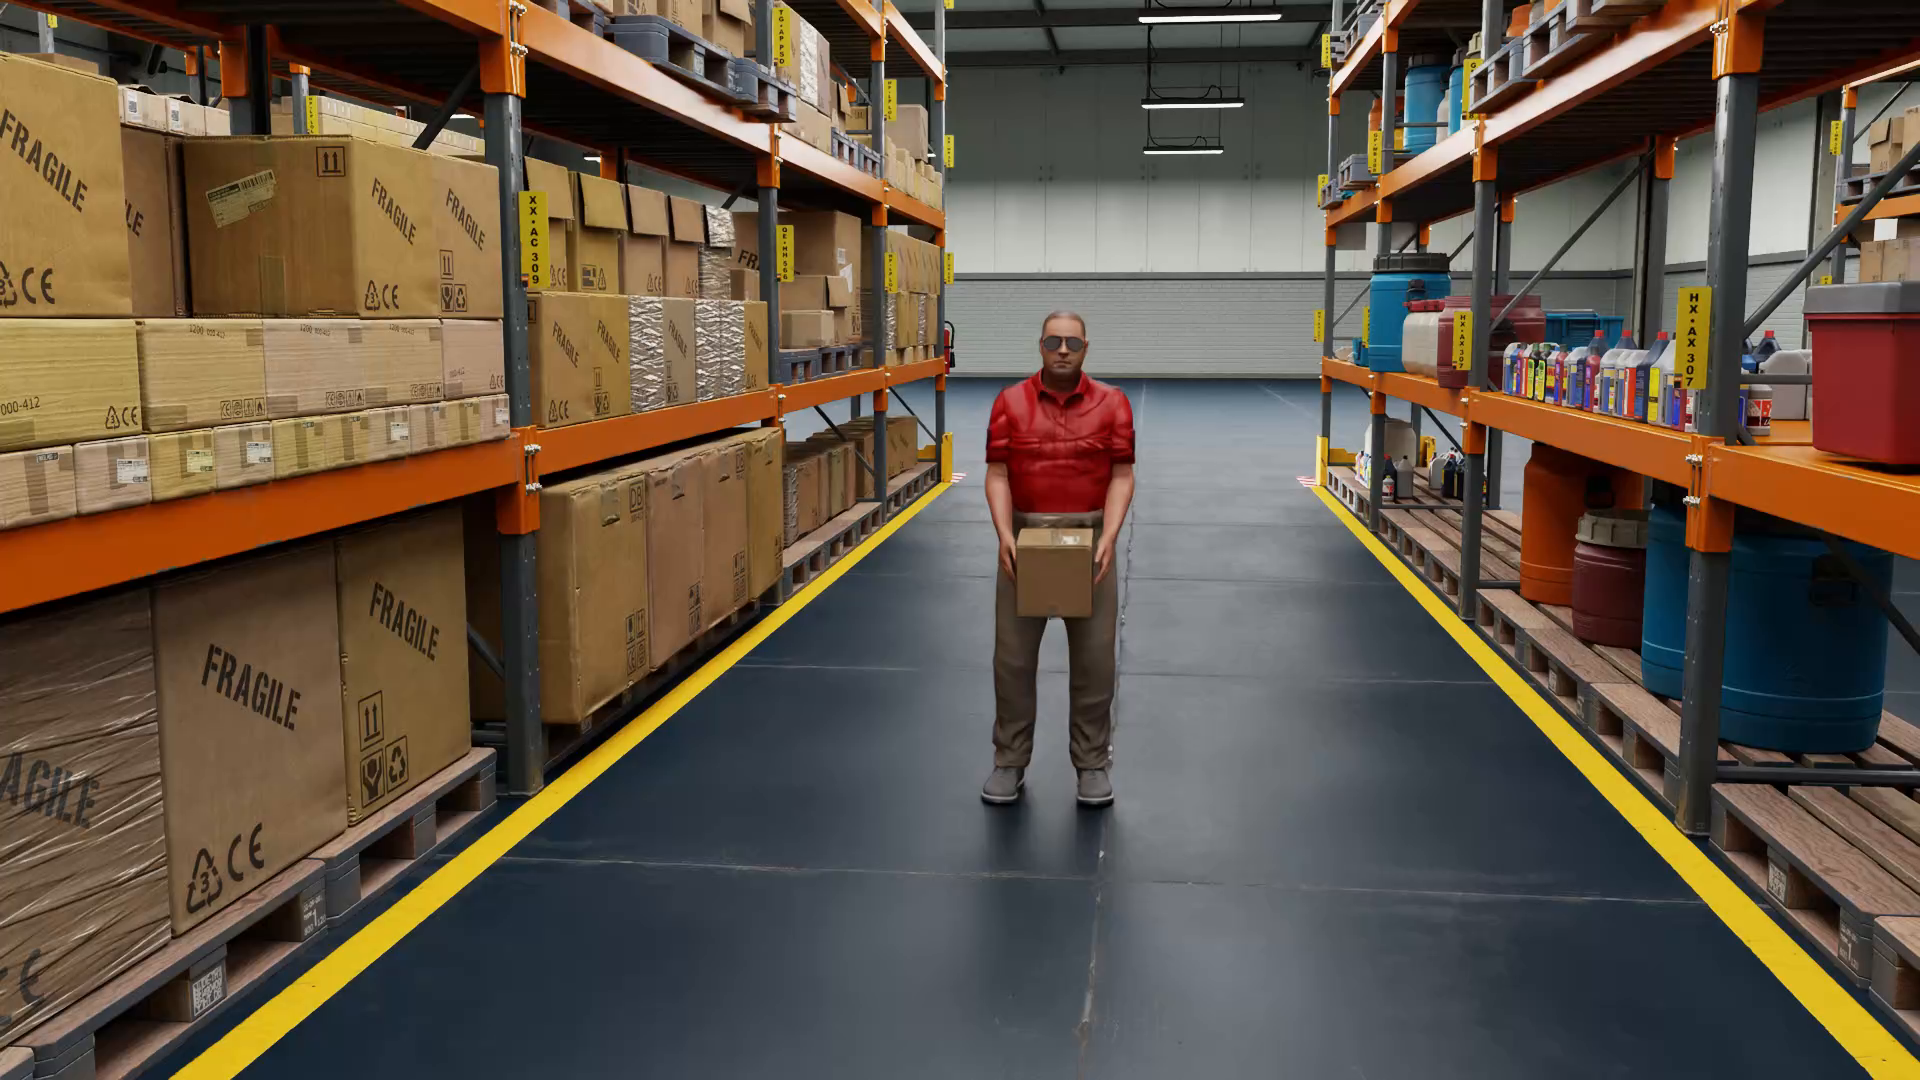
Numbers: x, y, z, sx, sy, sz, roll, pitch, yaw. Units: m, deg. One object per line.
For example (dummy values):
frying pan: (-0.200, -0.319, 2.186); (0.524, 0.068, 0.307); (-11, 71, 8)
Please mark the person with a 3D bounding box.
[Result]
person: (0.347, 0.060, 5.864); (0.533, 1.733, 0.458); (1, 8, 5)
